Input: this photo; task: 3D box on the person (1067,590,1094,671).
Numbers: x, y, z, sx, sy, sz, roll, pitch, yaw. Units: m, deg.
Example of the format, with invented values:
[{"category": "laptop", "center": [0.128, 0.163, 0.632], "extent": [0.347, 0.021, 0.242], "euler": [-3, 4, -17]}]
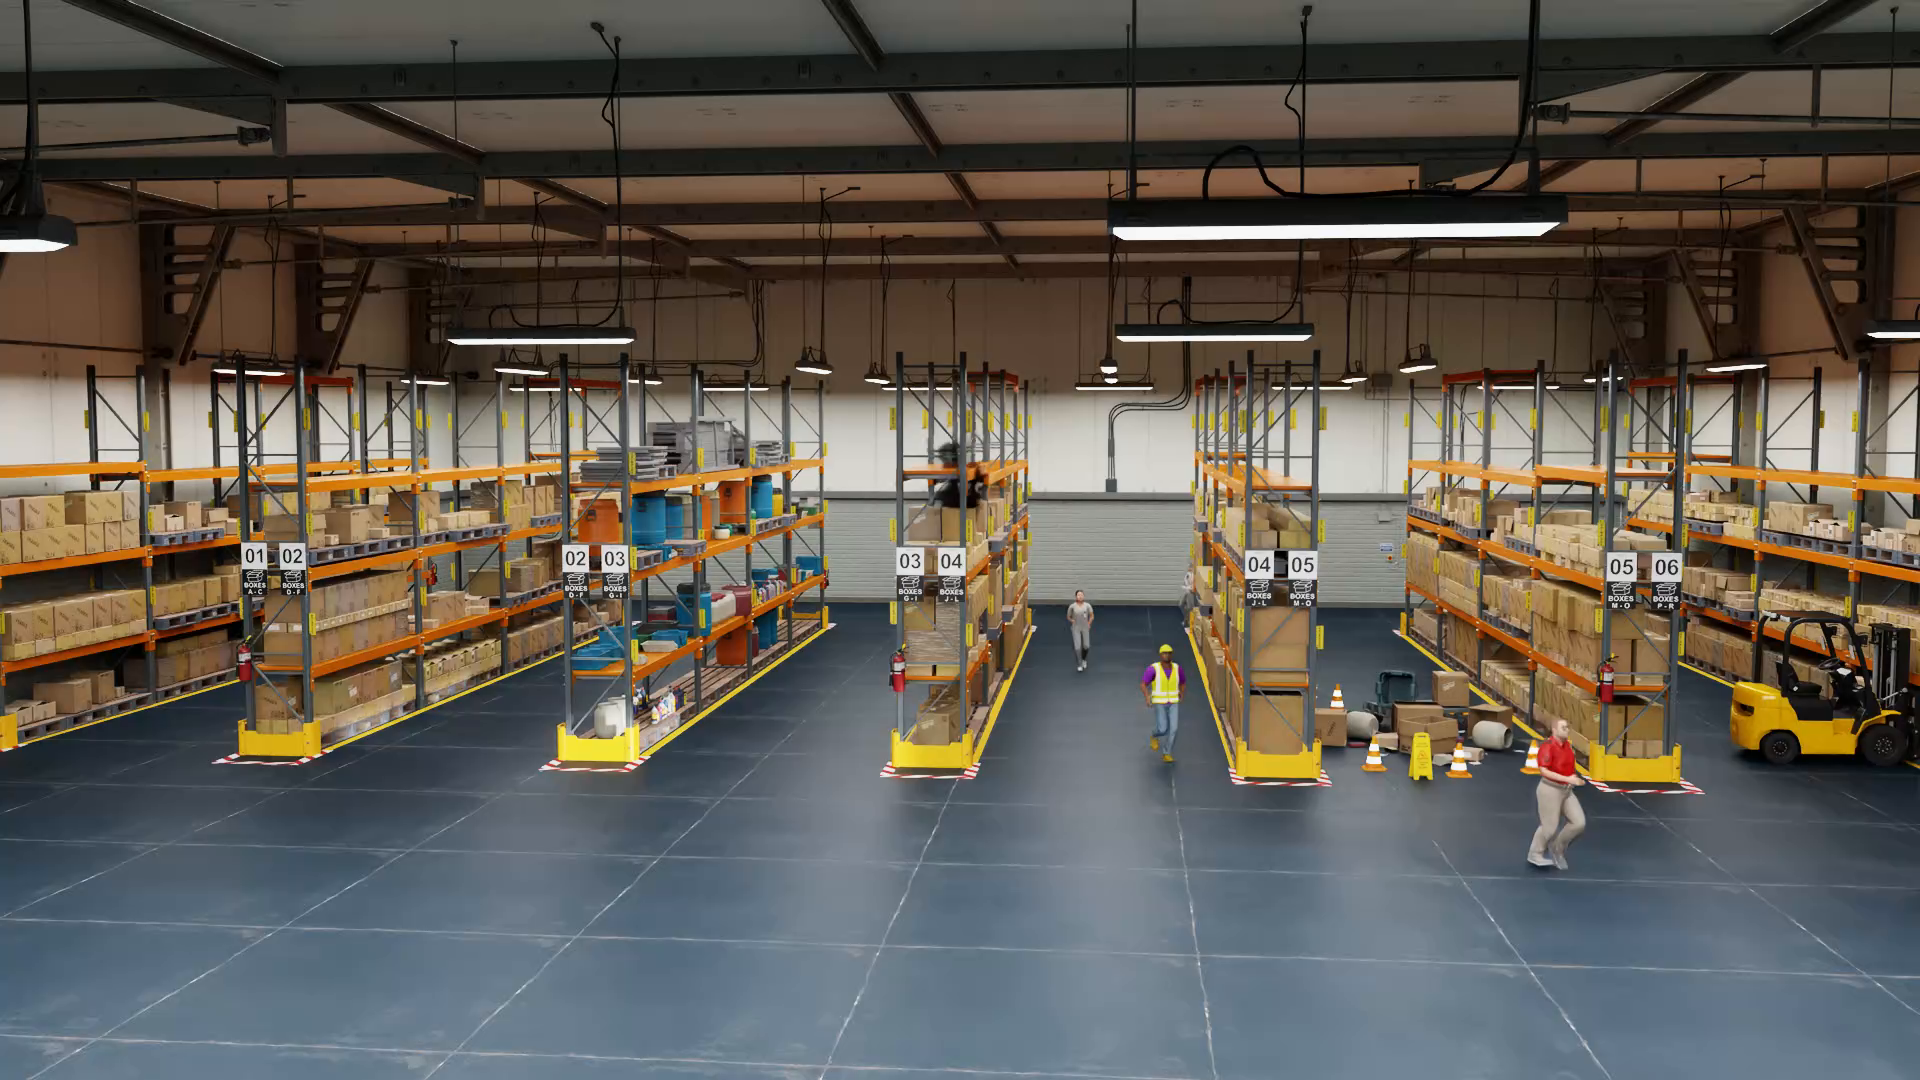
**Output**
[{"category": "person", "center": [2.417, 1.815, 33.322], "extent": [0.557, 1.625, 0.564], "euler": [0, 4, 0]}]

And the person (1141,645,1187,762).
[{"category": "person", "center": [3.041, 2.398, 24.567], "extent": [0.689, 1.706, 0.605], "euler": [-1, 4, -8]}]

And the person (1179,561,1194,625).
[{"category": "person", "center": [5.656, 1.315, 40.760], "extent": [0.530, 1.647, 0.739], "euler": [0, 4, -7]}]

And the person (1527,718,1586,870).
[{"category": "person", "center": [6.683, 2.850, 18.497], "extent": [0.693, 1.760, 0.702], "euler": [-3, 5, -36]}]
